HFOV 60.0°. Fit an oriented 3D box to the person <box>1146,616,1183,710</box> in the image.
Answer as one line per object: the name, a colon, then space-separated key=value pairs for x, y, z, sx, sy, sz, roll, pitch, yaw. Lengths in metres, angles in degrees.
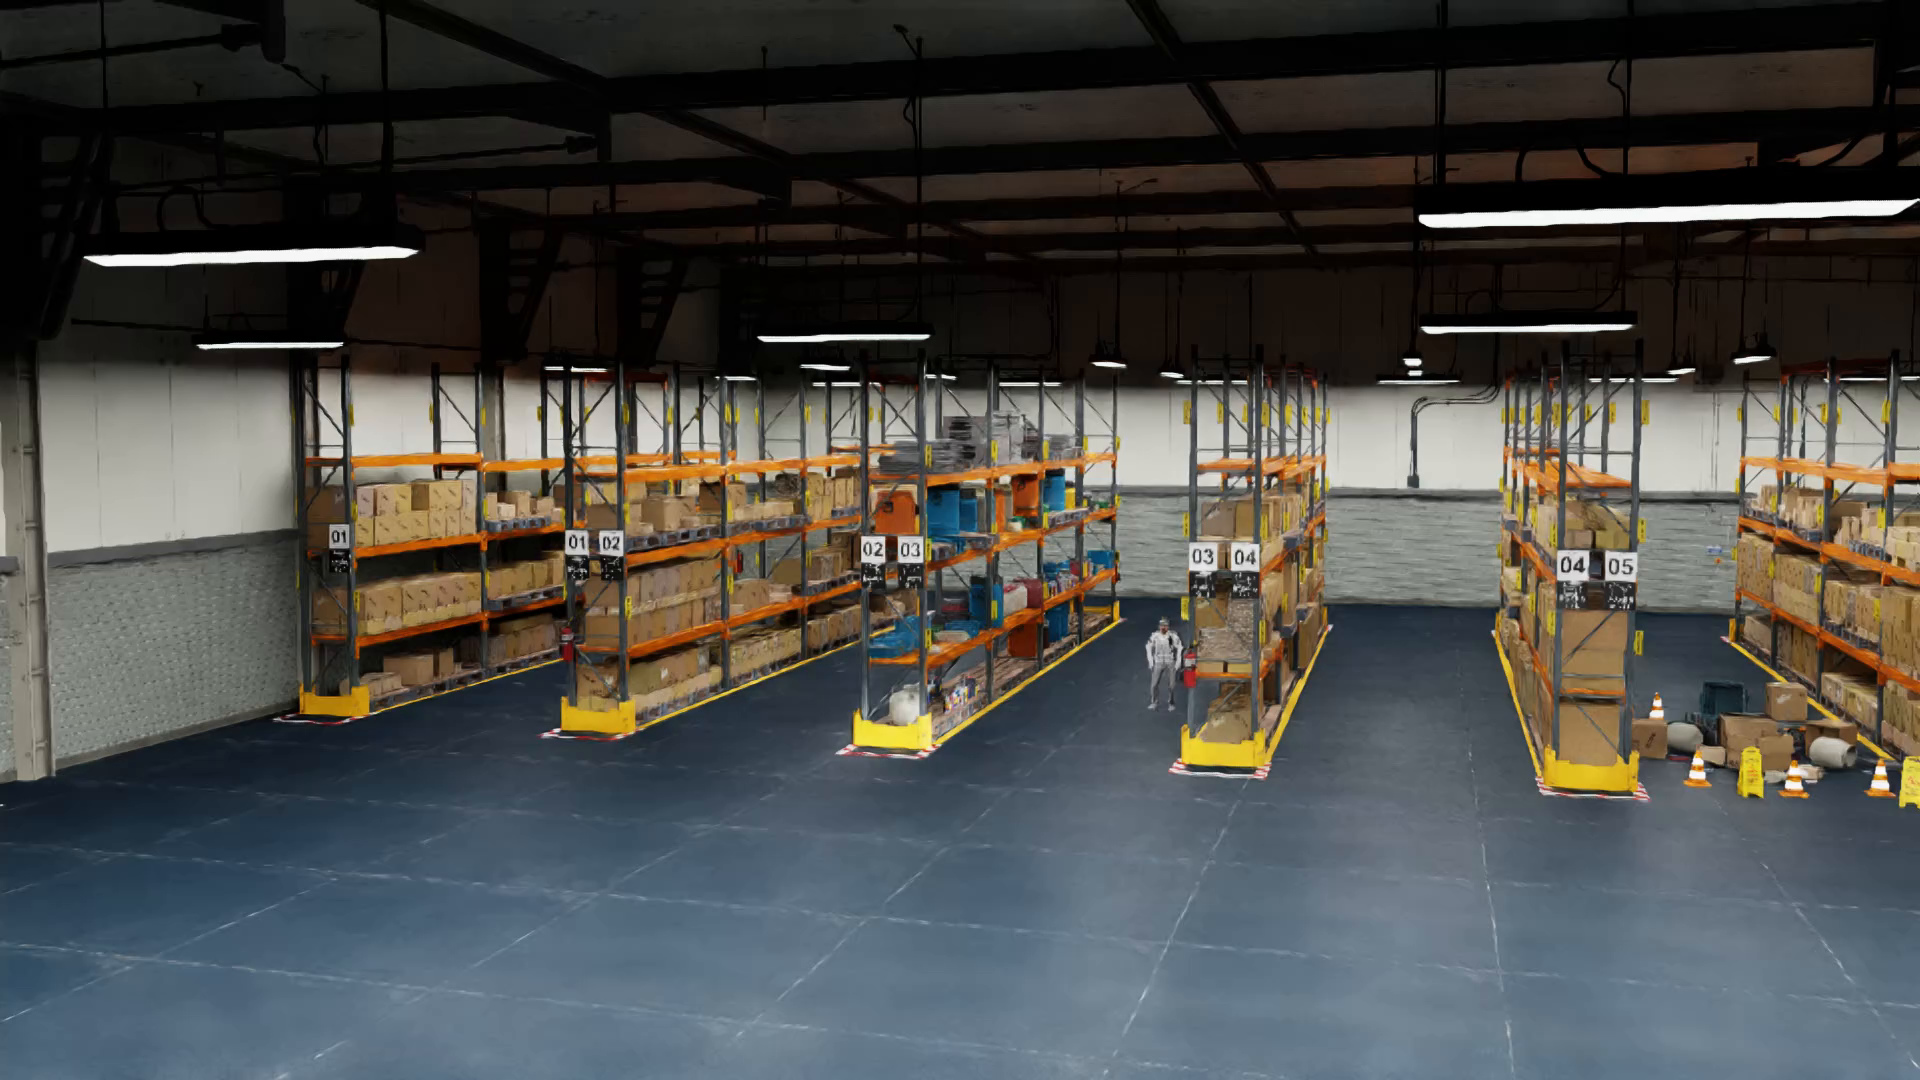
person: x=3.462 y=2.083 z=28.181 sx=0.639 sy=1.632 sz=0.498 roll=1 pitch=4 yaw=15
